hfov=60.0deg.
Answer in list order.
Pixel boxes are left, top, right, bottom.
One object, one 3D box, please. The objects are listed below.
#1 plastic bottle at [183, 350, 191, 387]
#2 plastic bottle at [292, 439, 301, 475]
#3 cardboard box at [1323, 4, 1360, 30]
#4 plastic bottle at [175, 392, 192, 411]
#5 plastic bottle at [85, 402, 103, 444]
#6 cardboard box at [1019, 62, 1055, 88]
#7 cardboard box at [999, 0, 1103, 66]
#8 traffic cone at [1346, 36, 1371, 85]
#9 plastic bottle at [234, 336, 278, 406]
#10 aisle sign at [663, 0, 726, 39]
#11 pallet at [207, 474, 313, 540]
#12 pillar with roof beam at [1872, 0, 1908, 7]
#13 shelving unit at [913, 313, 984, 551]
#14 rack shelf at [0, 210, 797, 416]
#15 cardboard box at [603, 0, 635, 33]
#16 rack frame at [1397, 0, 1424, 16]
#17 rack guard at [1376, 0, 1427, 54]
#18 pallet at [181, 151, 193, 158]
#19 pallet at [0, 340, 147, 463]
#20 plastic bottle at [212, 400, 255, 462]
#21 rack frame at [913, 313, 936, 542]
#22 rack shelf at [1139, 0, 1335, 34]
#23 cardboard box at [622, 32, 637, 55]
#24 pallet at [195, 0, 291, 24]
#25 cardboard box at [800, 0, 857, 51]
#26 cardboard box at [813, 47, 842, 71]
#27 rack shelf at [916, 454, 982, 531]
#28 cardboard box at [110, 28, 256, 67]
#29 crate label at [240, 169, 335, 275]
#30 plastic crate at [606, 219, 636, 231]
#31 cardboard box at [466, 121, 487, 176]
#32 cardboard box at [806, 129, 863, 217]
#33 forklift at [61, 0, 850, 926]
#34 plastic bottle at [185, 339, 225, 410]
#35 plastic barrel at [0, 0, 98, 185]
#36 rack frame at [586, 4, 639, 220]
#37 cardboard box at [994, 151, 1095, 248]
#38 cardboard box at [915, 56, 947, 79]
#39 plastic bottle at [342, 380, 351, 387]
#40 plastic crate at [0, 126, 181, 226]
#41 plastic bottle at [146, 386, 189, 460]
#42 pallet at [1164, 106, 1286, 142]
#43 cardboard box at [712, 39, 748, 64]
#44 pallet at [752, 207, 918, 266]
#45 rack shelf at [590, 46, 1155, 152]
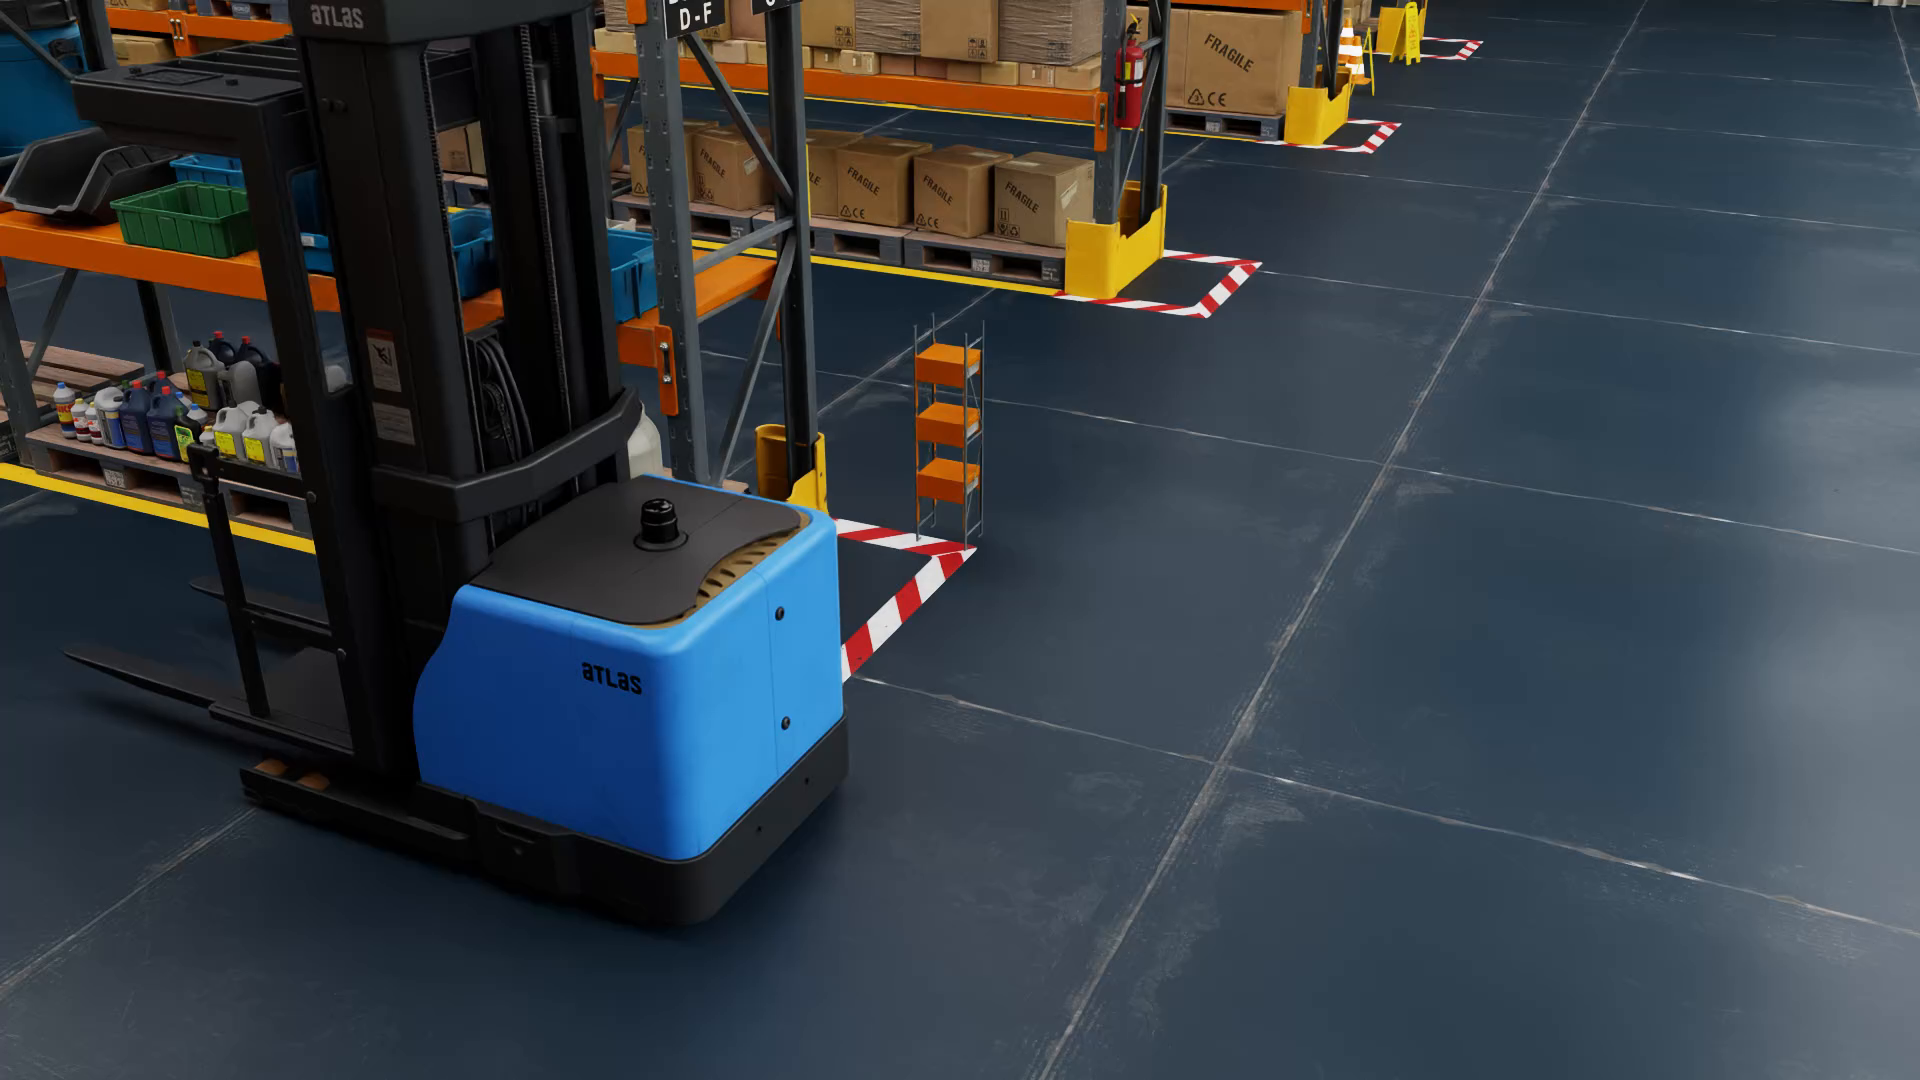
[{"bbox_3d":[-4.088,-0.914,8.881,0.097,0.201,0.097,0,26,0],"label":"plastic bottle"},{"bbox_3d":[-2.977,-0.374,7.699,0.135,0.276,0.152,12,28,22],"label":"plastic bottle"},{"bbox_3d":[4.377,-6.157,19.497,0.500,0.250,0.500,11,28,22],"label":"cardboard box"},{"bbox_3d":[-3.802,-0.594,8.152,0.097,0.271,0.097,0,26,0],"label":"plastic bottle"},{"bbox_3d":[-4.254,-0.584,8.209,0.097,0.201,0.097,0,26,0],"label":"plastic bottle"},{"bbox_3d":[0.572,-3.076,10.886,0.250,0.149,0.380,11,28,22],"label":"cardboard box"},{"bbox_3d":[0.655,-3.463,10.939,0.500,0.500,0.875,11,28,22],"label":"cardboard box"},{"bbox_3d":[4.171,-5.072,17.527,0.334,0.463,0.336,11,28,22],"label":"traffic cone"},{"bbox_3d":[-3.667,-0.885,8.653,0.185,0.351,0.144,10,28,19],"label":"plastic bottle"},{"bbox_3d":[-0.964,-2.216,5.911,0.004,0.787,0.394,11,28,22],"label":"aisle sign"},{"bbox_3d":[-2.839,-0.300,8.121,1.213,0.211,1.003,11,28,22],"label":"pallet"},{"bbox_3d":[10.717,-9.508,16.874,0.400,9.000,9.100,11,28,22],"label":"pillar with roof beam"},{"bbox_3d":[-0.049,-0.481,7.538,0.252,1.050,0.215,11,28,22],"label":"shelving unit"},{"bbox_3d":[-2.727,-1.225,7.656,4.000,0.370,1.077,11,28,22],"label":"rack shelf"},{"bbox_3d":[-2.113,-3.976,11.980,0.500,0.500,0.875,11,28,22],"label":"cardboard box"},{"bbox_3d":[5.246,-7.158,18.893,0.127,3.000,1.000,11,28,22],"label":"rack frame"},{"bbox_3d":[5.177,-6.051,19.474,0.348,0.500,1.175,11,28,22],"label":"rack guard"},{"bbox_3d":[-6.825,-3.560,14.741,1.213,0.211,1.003,11,28,22],"label":"pallet"},{"bbox_3d":[-5.278,-0.790,9.116,1.213,0.211,1.003,11,28,22],"label":"pallet"},{"bbox_3d":[-3.426,-0.496,7.862,0.185,0.351,0.144,11,28,21],"label":"plastic bottle"},{"bbox_3d":[-0.160,-0.503,7.584,0.008,1.050,0.200,11,28,22],"label":"rack frame"},{"bbox_3d":[1.469,-5.192,15.715,4.000,0.370,1.077,11,28,22],"label":"rack shelf"},{"bbox_3d":[-2.204,-3.581,11.912,0.250,0.149,0.380,11,28,22],"label":"cardboard box"},{"bbox_3d":[-5.445,-4.463,13.636,1.003,0.211,1.213,11,28,22],"label":"pallet"},{"bbox_3d":[-0.738,-3.712,11.443,0.500,0.500,0.875,11,28,22],"label":"cardboard box"},{"bbox_3d":[-0.809,-3.336,11.413,0.250,0.149,0.380,11,28,22],"label":"cardboard box"},{"bbox_3d":[-0.049,-0.222,7.666,0.240,0.259,0.215,11,28,22],"label":"rack shelf"},{"bbox_3d":[-6.758,-4.006,14.421,0.875,0.875,1.225,10,28,19],"label":"cardboard box"},{"bbox_3d":[-2.694,-1.426,7.210,0.616,0.435,0.502,11,28,22],"label":"crate label"},{"bbox_3d":[-1.588,-1.357,7.408,0.250,0.136,0.298,11,28,22],"label":"plastic crate"},{"bbox_3d":[-3.474,-3.196,13.178,0.500,0.500,0.700,11,28,21],"label":"cardboard box"},{"bbox_3d":[-1.027,-2.699,12.191,0.500,0.500,0.500,9,28,17],"label":"cardboard box"},{"bbox_3d":[-1.949,-0.537,5.522,3.031,2.935,1.130,12,29,23],"label":"forklift"},{"bbox_3d":[-3.901,-0.862,8.607,0.185,0.351,0.144,11,28,22],"label":"plastic bottle"},{"bbox_3d":[-4.774,-2.331,8.520,0.708,0.901,0.600,11,28,22],"label":"plastic barrel"},{"bbox_3d":[-2.497,-3.905,12.285,0.127,3.000,1.000,11,28,22],"label":"rack frame"},{"bbox_3d":[0.583,-2.361,11.505,0.500,0.500,0.500,17,31,31],"label":"cardboard box"},{"bbox_3d":[-0.109,-3.215,11.169,0.250,0.149,0.380,11,28,22],"label":"cardboard box"},{"bbox_3d":[-3.108,-0.717,8.481,0.097,0.201,0.097,0,26,0],"label":"plastic bottle"},{"bbox_3d":[-4.123,-1.739,7.956,0.504,0.338,0.767,11,28,22],"label":"plastic crate"},{"bbox_3d":[-3.812,-0.573,8.019,0.185,0.351,0.144,10,28,20],"label":"plastic bottle"},{"bbox_3d":[2.529,-4.013,15.662,1.213,0.211,1.003,11,28,22],"label":"pallet"},{"bbox_3d":[-1.523,-3.442,11.630,0.250,0.149,0.380,11,28,22],"label":"cardboard box"},{"bbox_3d":[-0.757,-2.323,12.229,1.213,0.211,1.003,11,28,22],"label":"pallet"},{"bbox_3d":[-0.676,-3.216,11.701,4.000,0.370,1.077,11,28,22],"label":"rack shelf"}]
